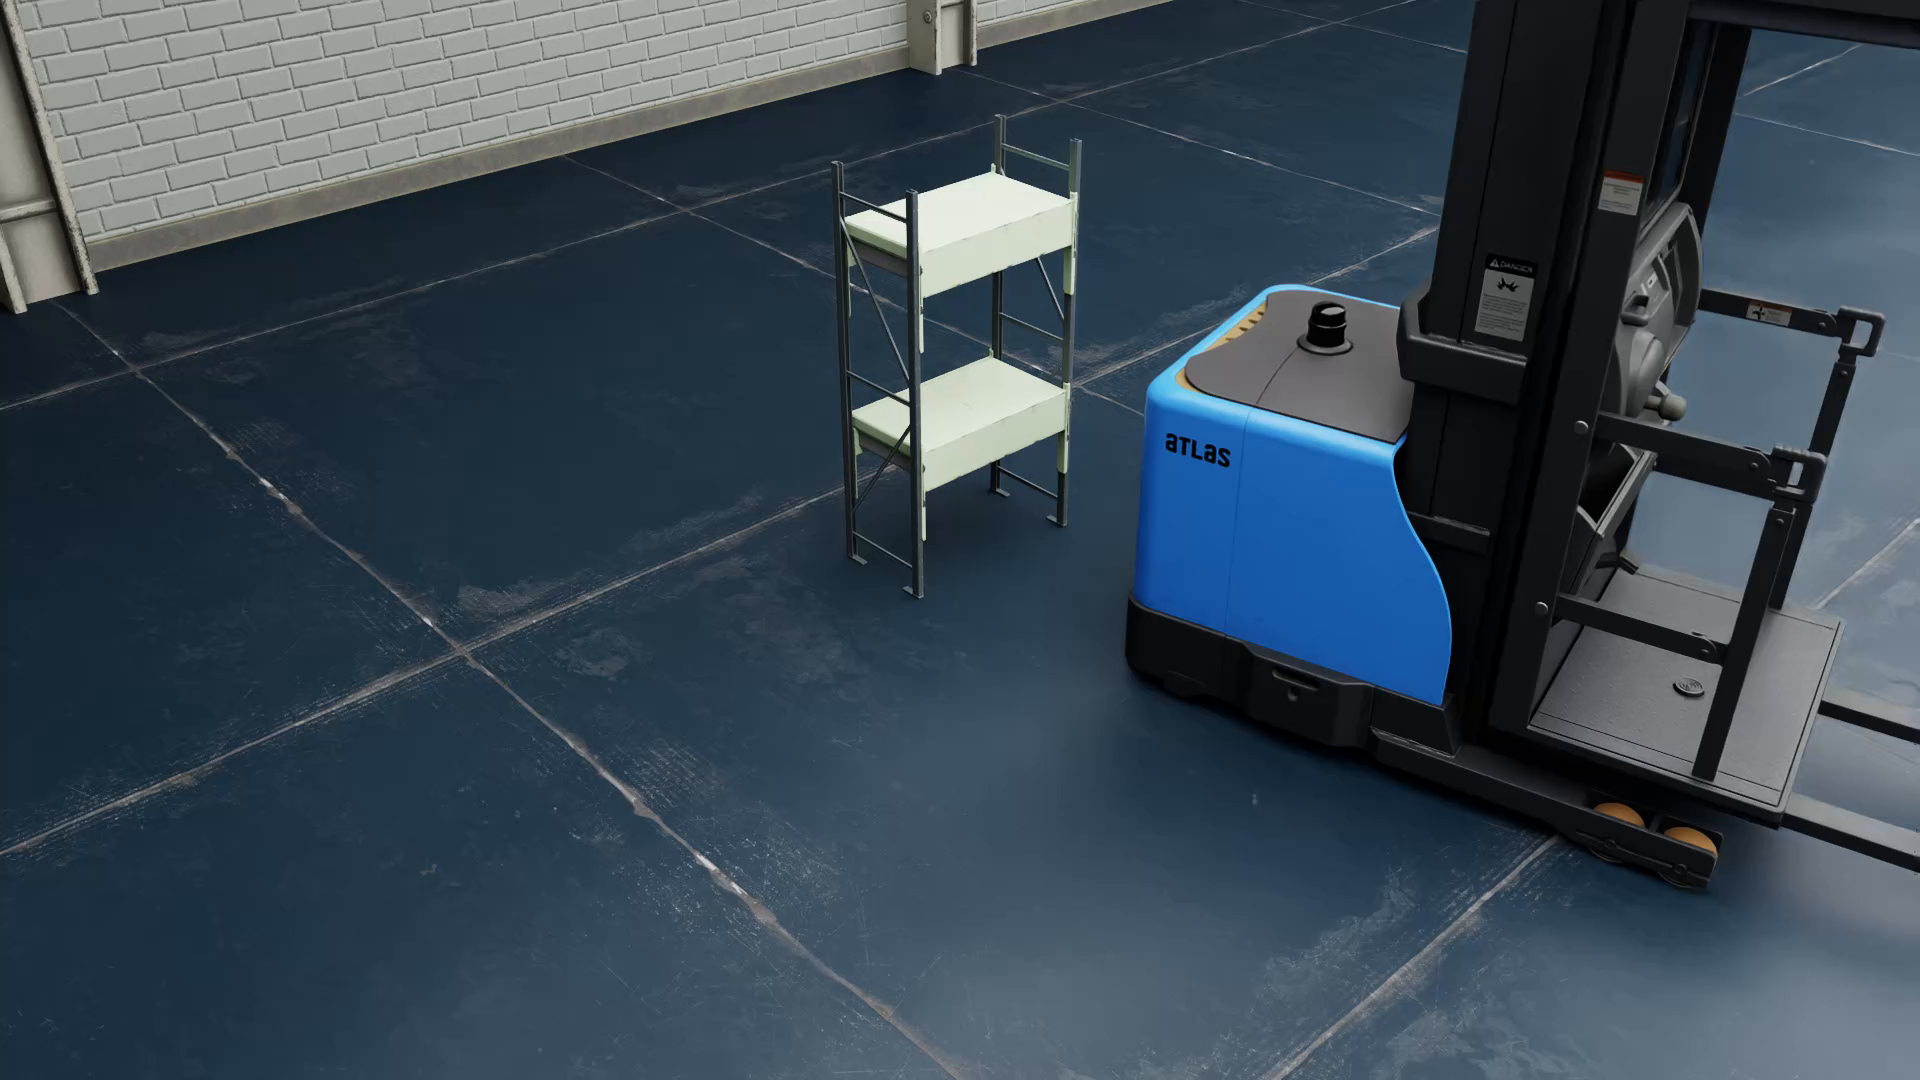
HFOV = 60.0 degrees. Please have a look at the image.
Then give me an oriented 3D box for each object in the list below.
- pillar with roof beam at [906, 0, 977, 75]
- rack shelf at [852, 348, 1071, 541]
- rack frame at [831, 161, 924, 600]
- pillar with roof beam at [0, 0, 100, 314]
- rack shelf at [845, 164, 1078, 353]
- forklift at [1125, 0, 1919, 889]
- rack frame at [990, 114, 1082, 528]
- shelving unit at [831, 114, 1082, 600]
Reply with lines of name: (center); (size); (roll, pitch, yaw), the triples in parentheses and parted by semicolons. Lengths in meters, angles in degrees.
pillar with roof beam: (2.801, -5.541, 6.686); (0.400, 9.000, 9.100); (-26, 40, -35)
rack shelf: (-0.005, -0.359, 6.025); (0.720, 0.370, 0.431); (-26, 40, -35)
rack frame: (-0.273, -0.508, 5.643); (0.023, 1.500, 0.400); (-26, 40, -35)
pillar with roof beam: (-1.599, -3.413, 3.206); (0.400, 9.000, 9.100); (-26, 40, -35)
rack shelf: (-0.005, -0.970, 5.651); (0.720, 0.370, 0.431); (-26, 40, -35)
forklift: (2.061, -0.595, 4.413); (3.031, 2.935, 1.130); (19, 36, 27)
rack frame: (0.264, -0.767, 6.067); (0.023, 1.500, 0.400); (-26, 40, -35)
shelving unit: (-0.005, -0.637, 5.855); (0.755, 1.500, 0.431); (-26, 40, -35)
